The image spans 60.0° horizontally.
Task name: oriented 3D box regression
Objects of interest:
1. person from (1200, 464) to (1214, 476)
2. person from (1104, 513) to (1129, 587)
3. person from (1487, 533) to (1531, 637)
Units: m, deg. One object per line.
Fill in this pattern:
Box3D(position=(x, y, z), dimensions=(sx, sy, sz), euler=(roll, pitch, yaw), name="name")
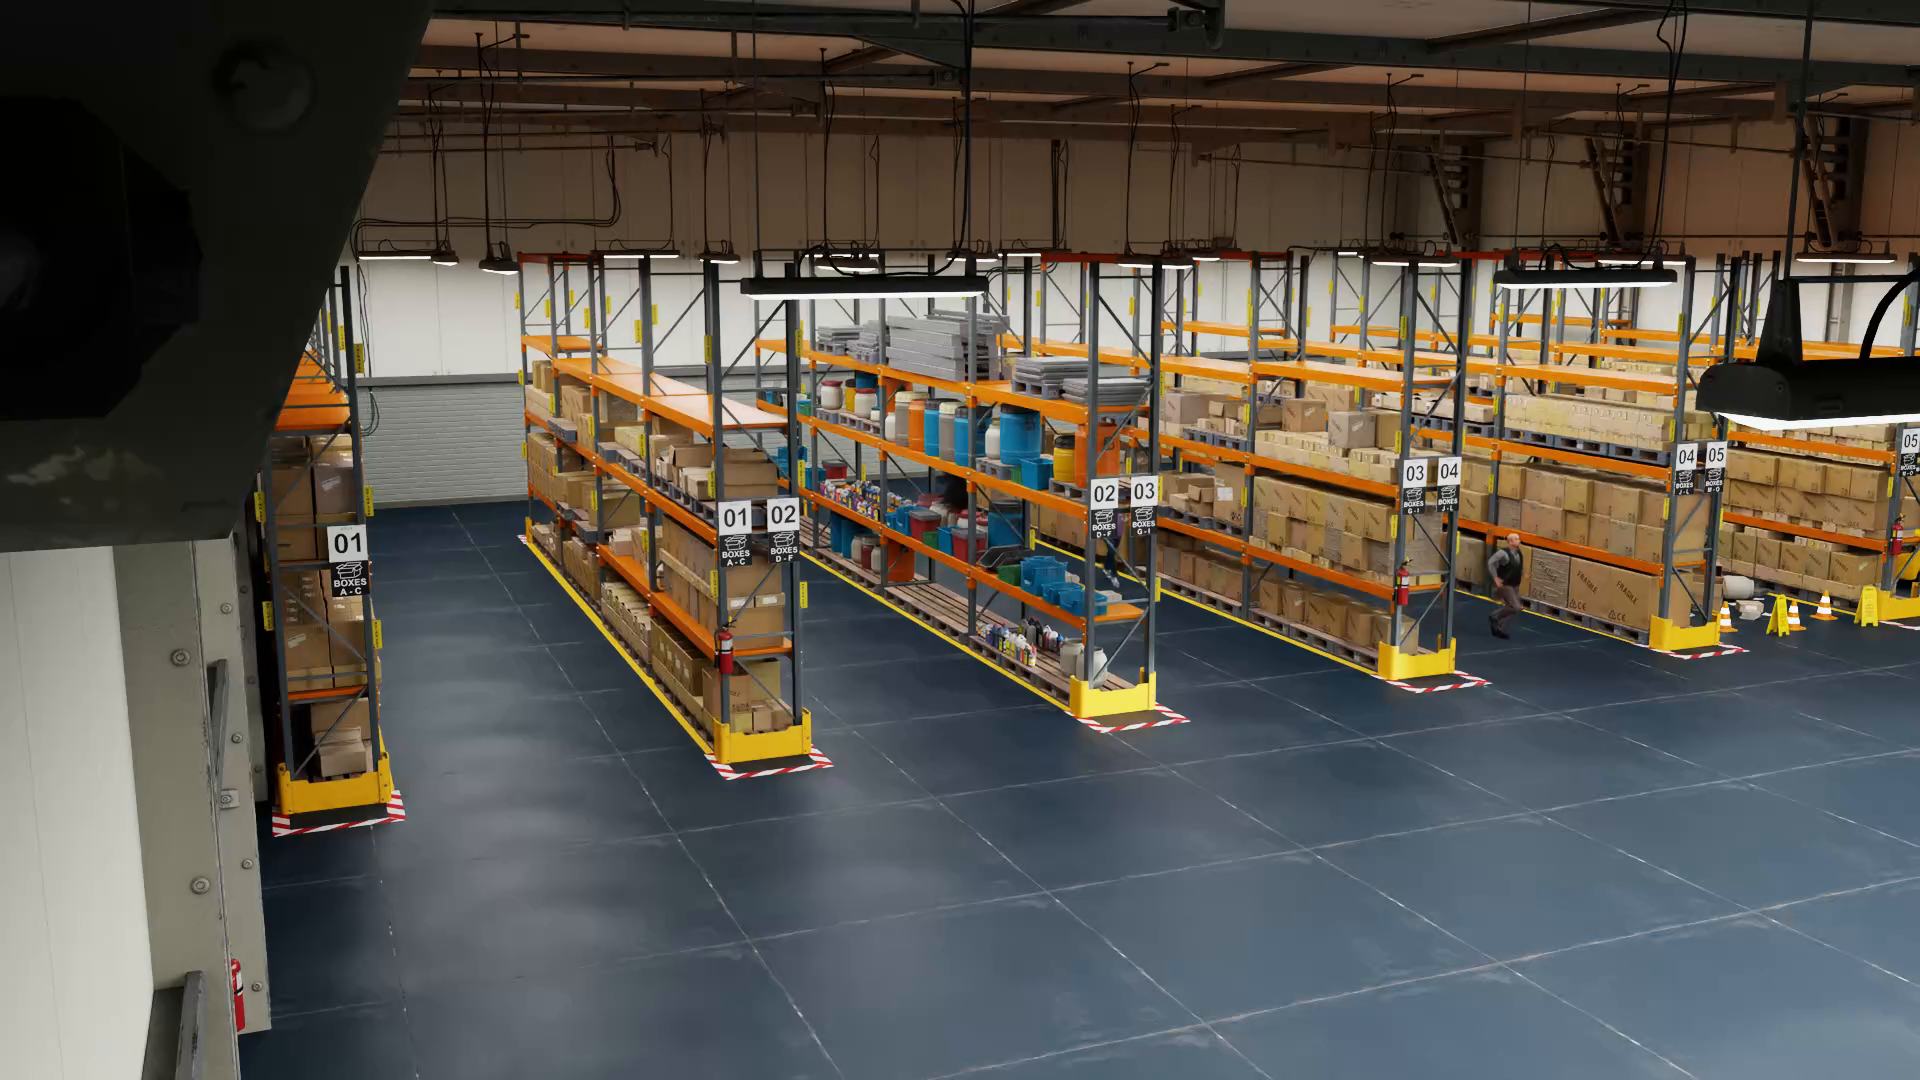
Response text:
Box3D(position=(6.451, -2.166, 42.300), dimensions=(0.637, 1.622, 0.599), euler=(-4, 11, -23), name="person")
Box3D(position=(2.701, -0.052, 29.264), dimensions=(0.511, 1.673, 0.700), euler=(-5, 12, -27), name="person")
Box3D(position=(8.746, 0.726, 26.414), dimensions=(0.665, 1.679, 0.569), euler=(-8, 13, -38), name="person")
